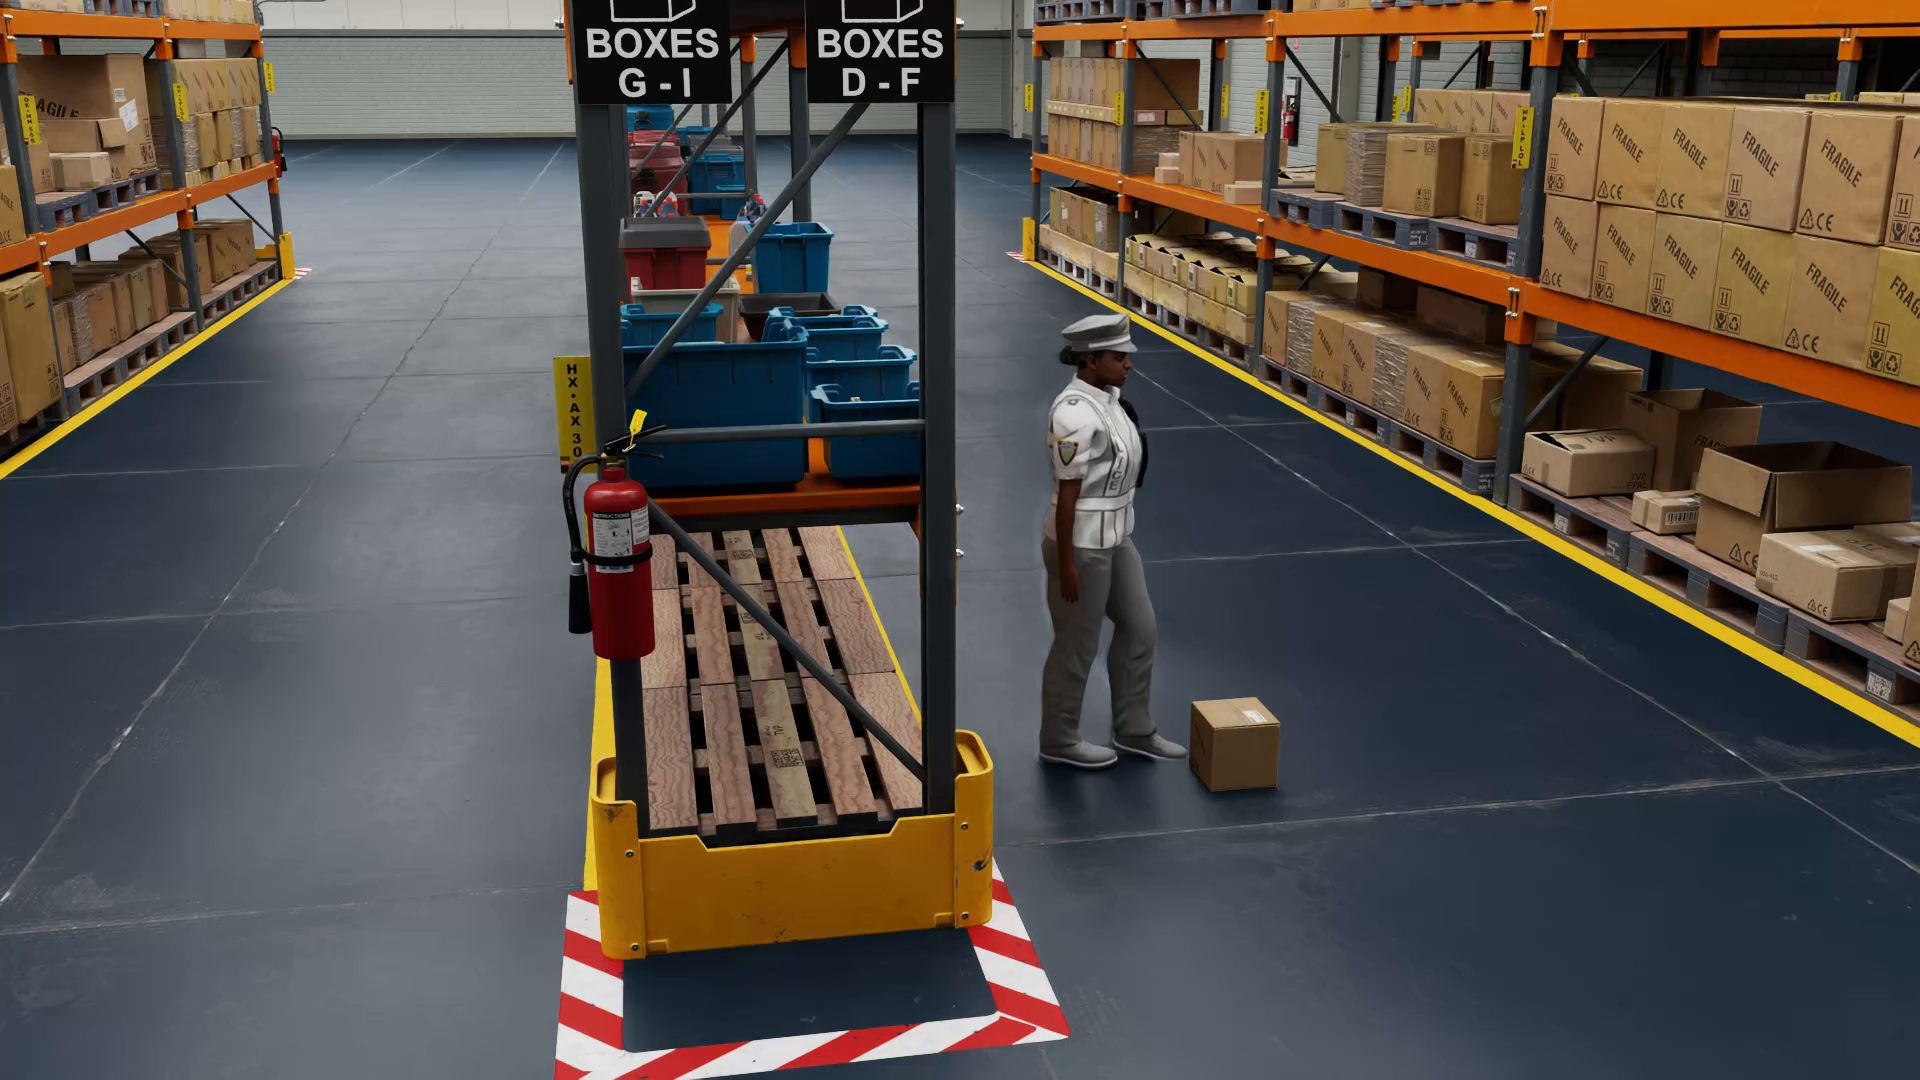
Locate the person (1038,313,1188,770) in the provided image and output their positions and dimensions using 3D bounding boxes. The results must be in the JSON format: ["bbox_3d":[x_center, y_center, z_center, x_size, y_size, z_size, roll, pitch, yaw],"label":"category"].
[{"bbox_3d":[0.553,0.034,5.930,0.516,1.695,0.455,6,18,21],"label":"person"}]
